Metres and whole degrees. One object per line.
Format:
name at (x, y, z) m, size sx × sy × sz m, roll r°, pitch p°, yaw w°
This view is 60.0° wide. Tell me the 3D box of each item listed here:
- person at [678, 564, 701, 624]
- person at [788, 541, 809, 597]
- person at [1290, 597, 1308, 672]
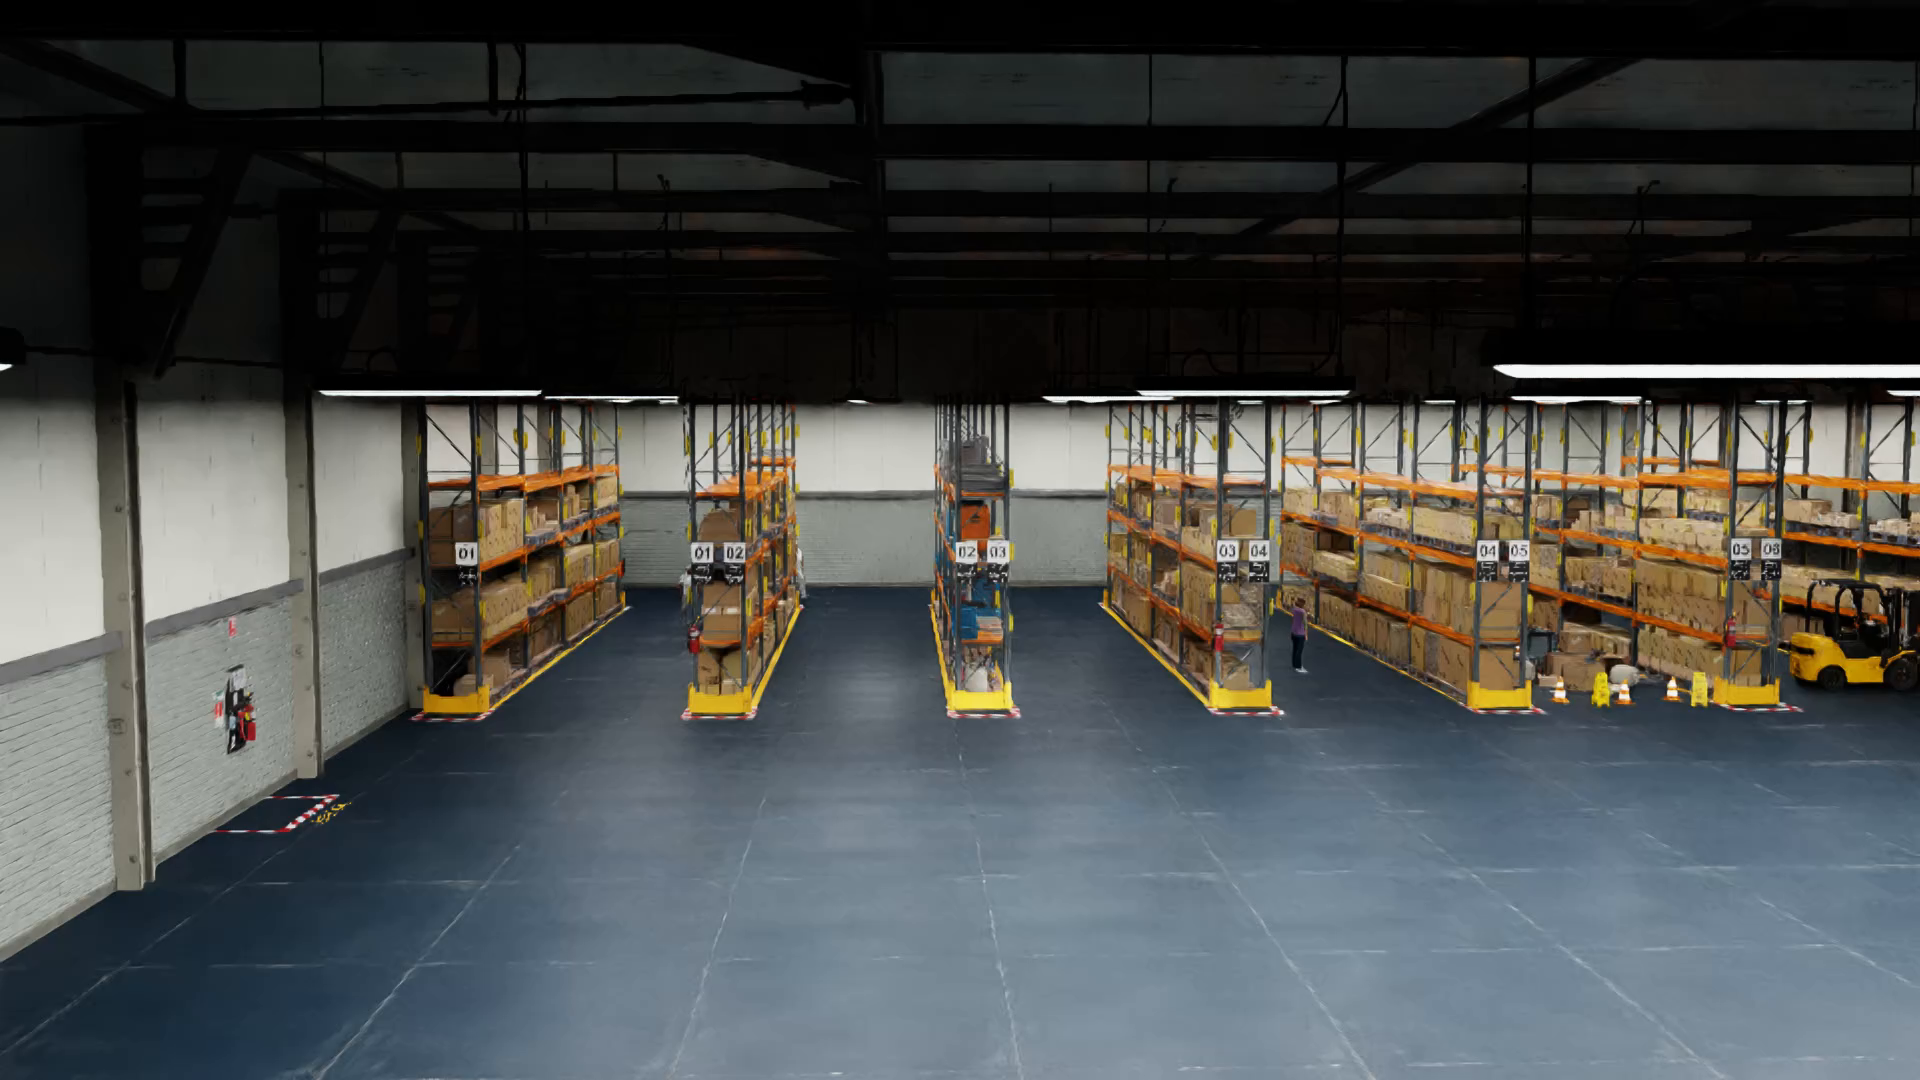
person at (-7.105, 1.419, 43.694) m, size 0.592 × 1.629 × 0.531 m, roll 0°, pitch 5°, yaw -4°
person at (-4.958, 0.870, 49.766) m, size 0.696 × 1.717 × 0.798 m, roll -2°, pitch 5°, yaw -22°
person at (7.350, 2.034, 35.919) m, size 0.419 × 1.603 × 0.504 m, roll -3°, pitch 5°, yaw -30°
